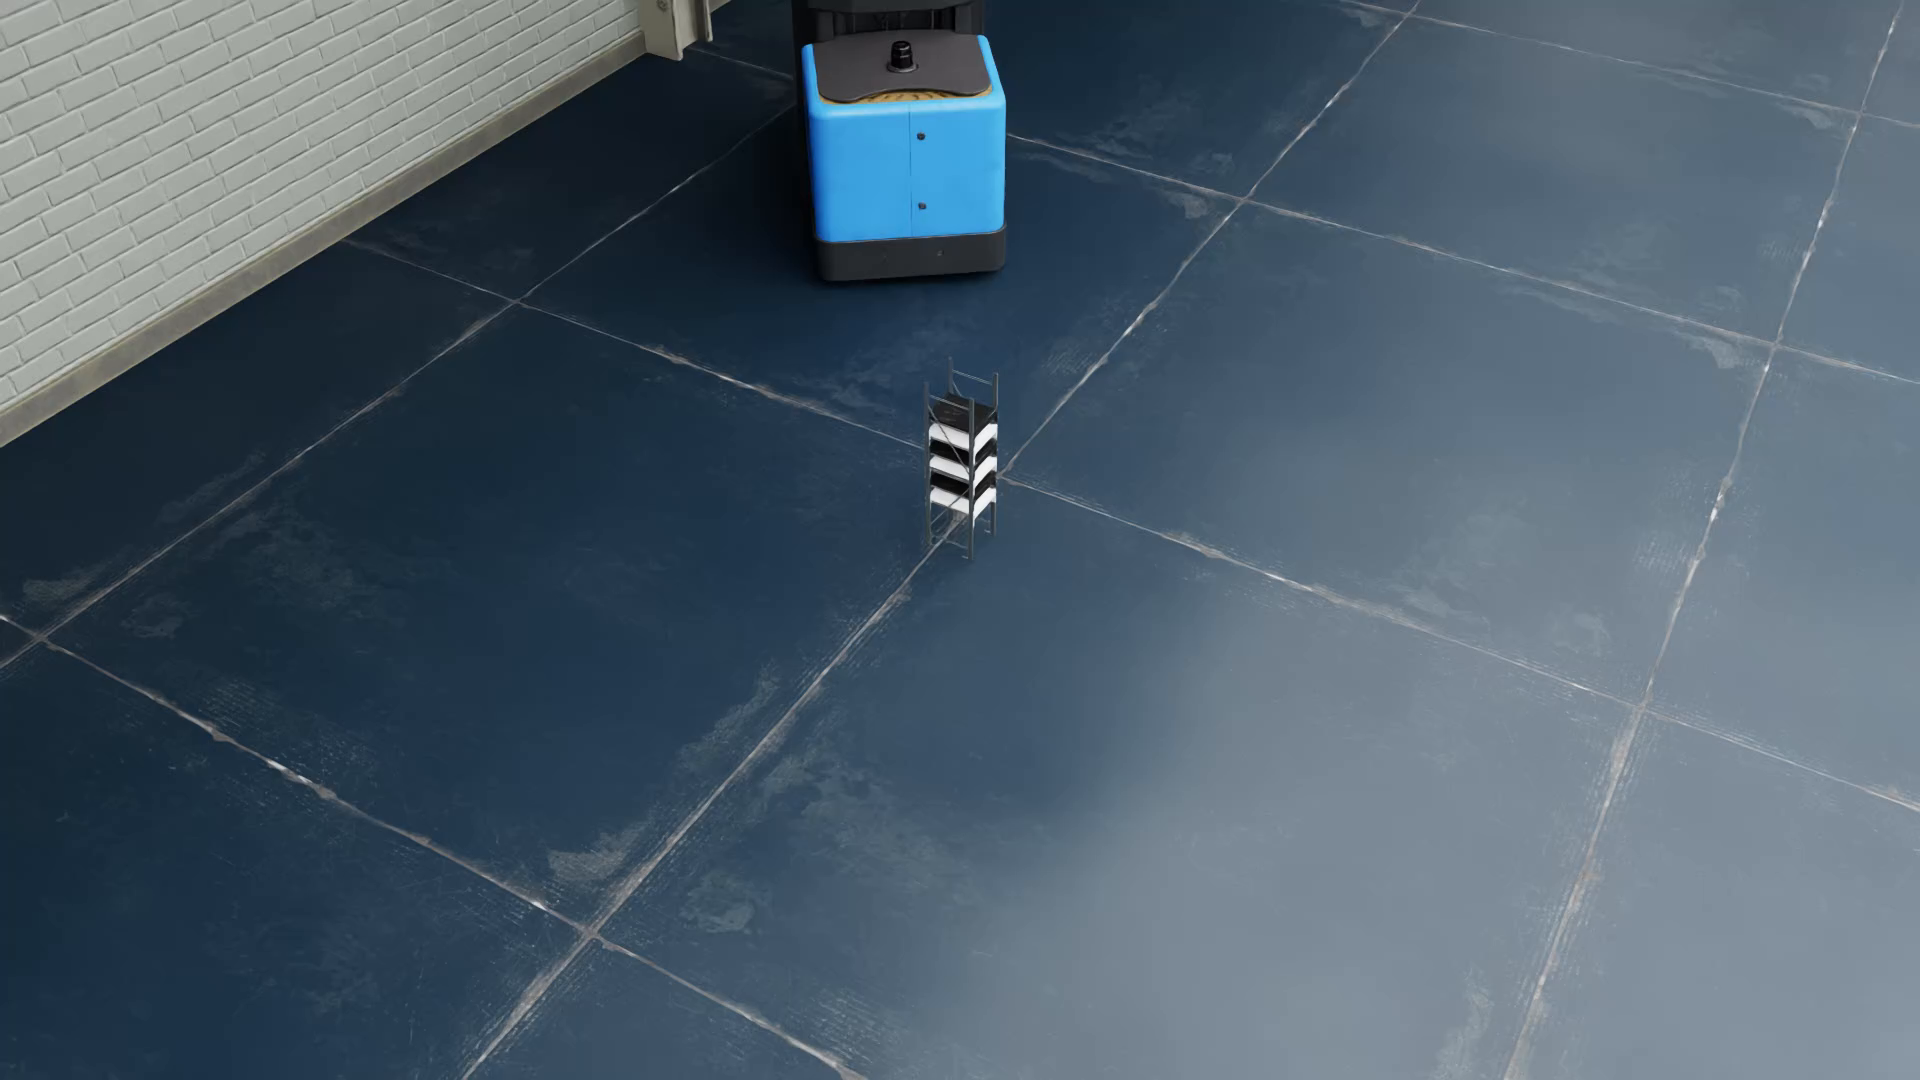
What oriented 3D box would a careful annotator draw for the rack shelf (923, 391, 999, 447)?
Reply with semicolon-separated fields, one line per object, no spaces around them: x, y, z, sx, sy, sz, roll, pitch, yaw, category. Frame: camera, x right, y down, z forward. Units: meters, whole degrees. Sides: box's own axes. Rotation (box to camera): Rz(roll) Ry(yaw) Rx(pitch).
0.004;-0.520;7.117;0.258;0.077;0.200;21;45;22;rack shelf

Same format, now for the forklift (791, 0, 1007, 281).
-0.439;-3.482;9.301;1.130;2.935;3.031;-5;42;-5;forklift

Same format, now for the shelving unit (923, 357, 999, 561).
0.004;-0.342;7.273;0.258;0.900;0.210;21;45;22;shelving unit

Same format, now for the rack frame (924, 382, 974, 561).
-0.047;-0.284;7.207;0.240;0.900;0.006;21;45;22;rack frame

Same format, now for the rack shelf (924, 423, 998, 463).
0.004;-0.452;7.176;0.258;0.077;0.200;21;45;22;rack shelf

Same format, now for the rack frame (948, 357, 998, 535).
0.055;-0.401;7.339;0.240;0.900;0.006;21;45;22;rack frame

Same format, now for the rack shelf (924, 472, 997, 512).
0.004;-0.250;7.355;0.258;0.077;0.200;21;45;22;rack shelf

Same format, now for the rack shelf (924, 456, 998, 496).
0.004;-0.317;7.295;0.258;0.077;0.200;21;45;22;rack shelf

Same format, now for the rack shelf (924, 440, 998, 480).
0.004;-0.385;7.236;0.258;0.077;0.200;21;45;22;rack shelf

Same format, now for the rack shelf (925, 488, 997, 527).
0.004;-0.182;7.414;0.258;0.077;0.200;21;45;22;rack shelf

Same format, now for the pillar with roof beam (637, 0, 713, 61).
1.790;-5.358;6.840;9.100;9.000;0.400;21;45;22;pillar with roof beam
